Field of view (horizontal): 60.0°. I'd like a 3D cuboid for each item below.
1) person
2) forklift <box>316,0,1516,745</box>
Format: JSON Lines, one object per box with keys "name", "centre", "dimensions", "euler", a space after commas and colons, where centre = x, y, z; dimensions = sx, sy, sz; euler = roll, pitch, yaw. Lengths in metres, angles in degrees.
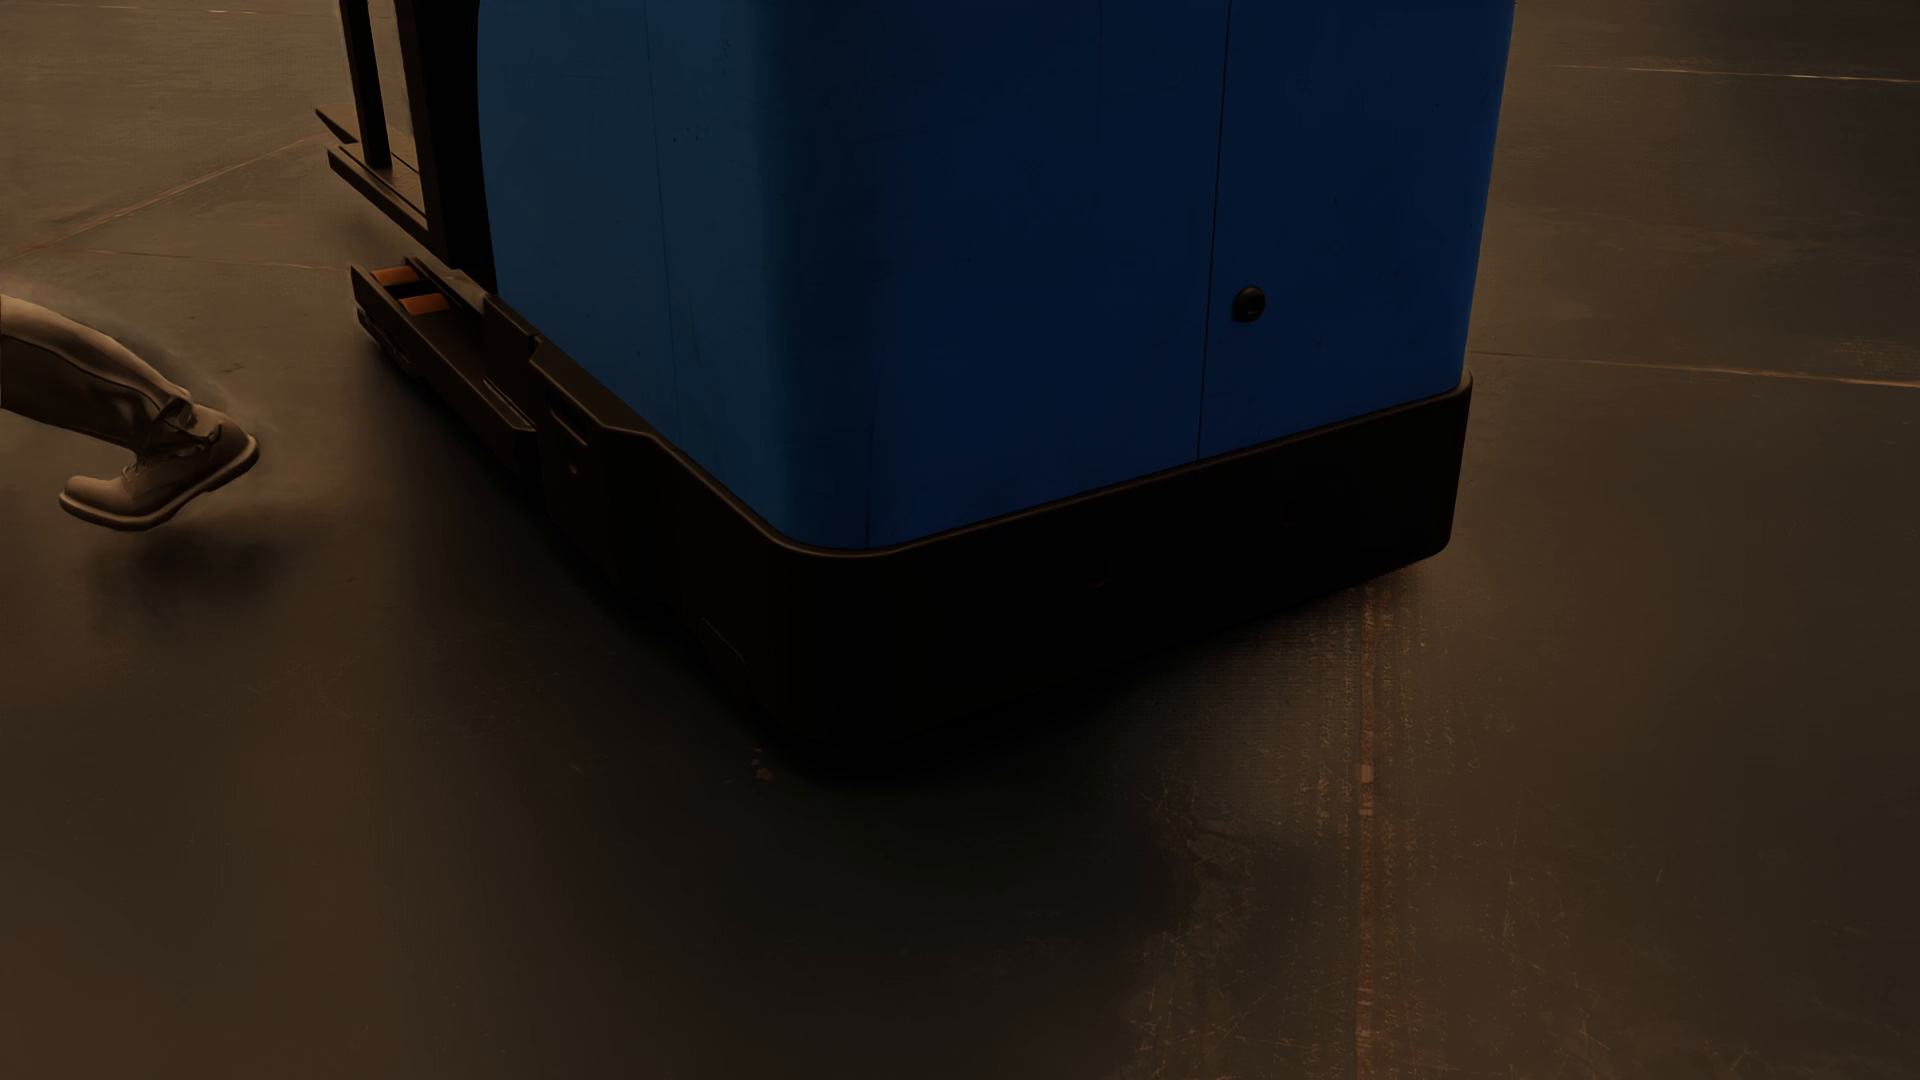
{"name": "person", "centre": [-1.564, -0.756, 2.277], "dimensions": [0.789, 1.485, 0.800], "euler": [-14, 30, -26]}
{"name": "forklift", "centre": [-0.514, -1.697, 2.610], "dimensions": [1.130, 2.935, 3.031], "euler": [-16, 31, -28]}
